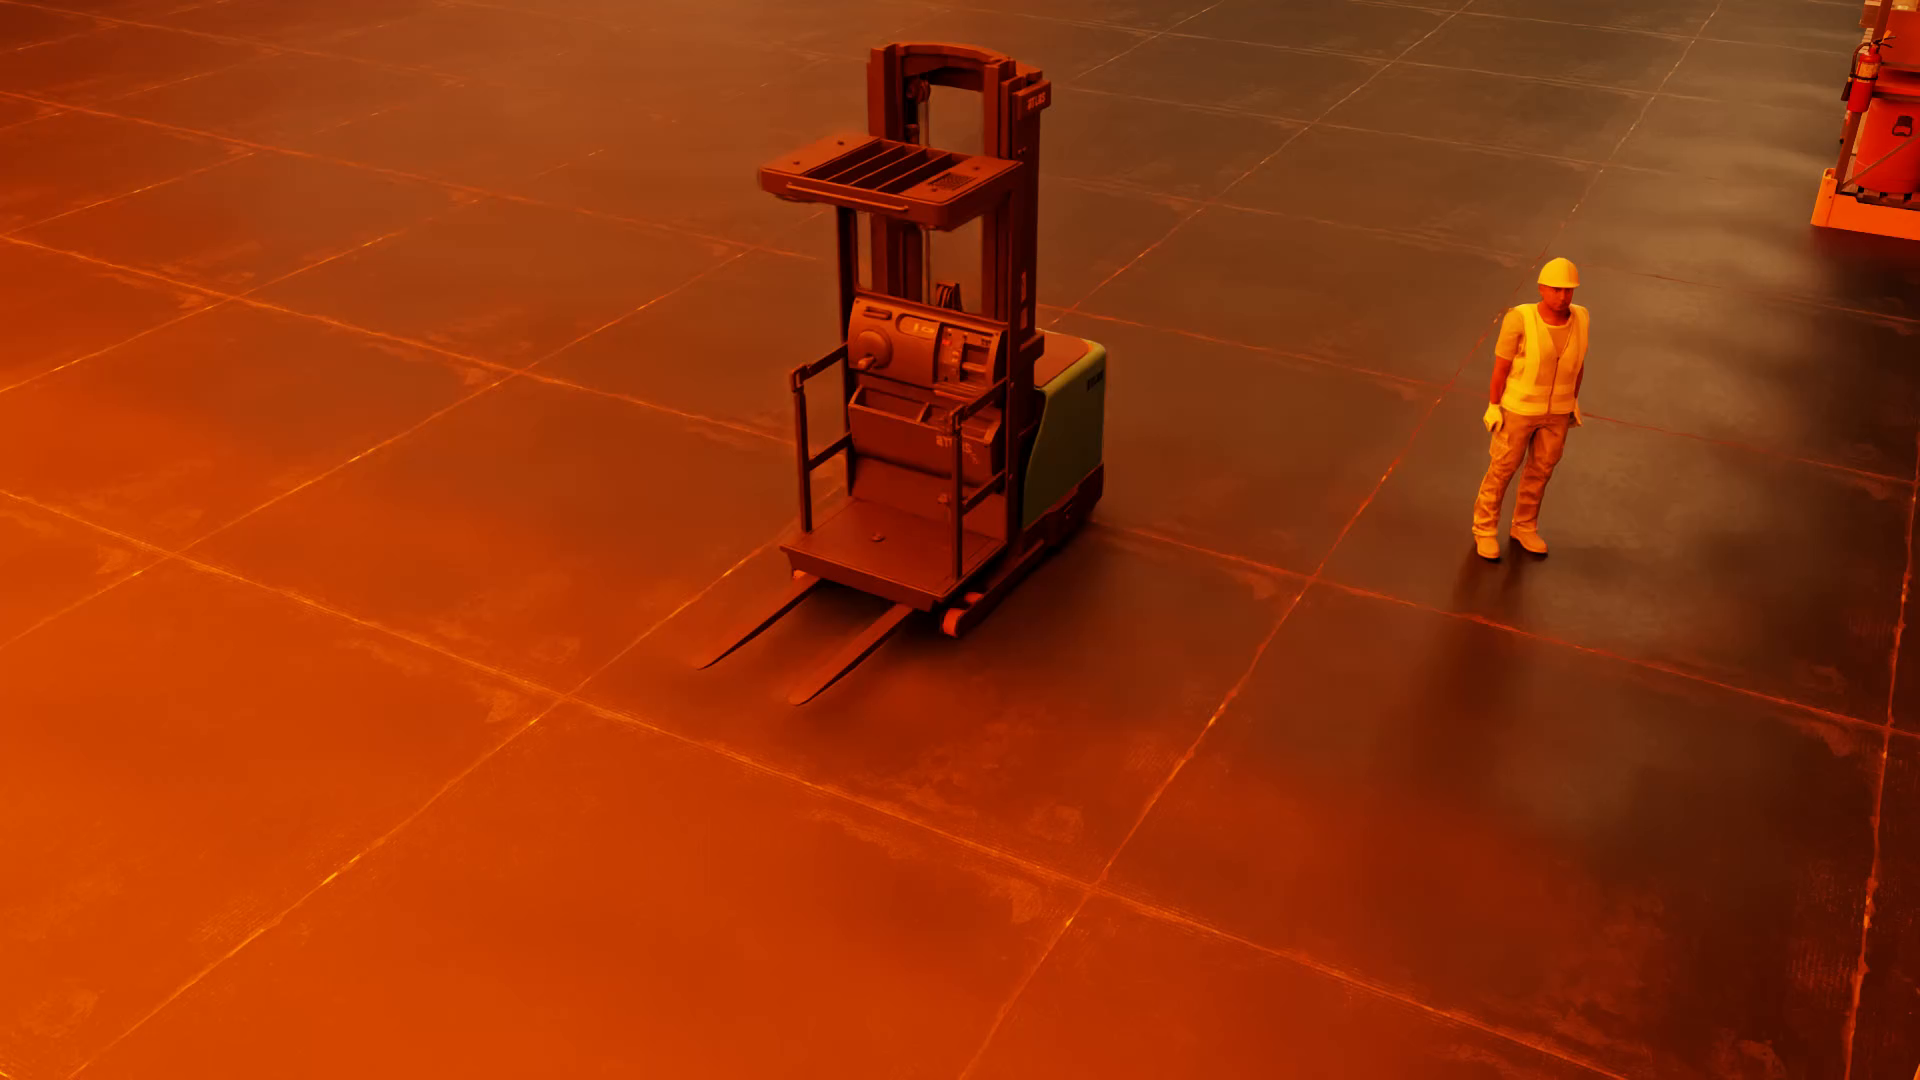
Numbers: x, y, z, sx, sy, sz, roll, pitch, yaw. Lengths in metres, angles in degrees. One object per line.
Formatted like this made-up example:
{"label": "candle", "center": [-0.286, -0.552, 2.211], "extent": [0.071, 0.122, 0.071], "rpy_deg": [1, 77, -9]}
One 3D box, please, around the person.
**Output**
{"label": "person", "center": [3.293, -0.746, 9.508], "extent": [0.569, 1.789, 0.372], "rpy_deg": [-4, 30, -8]}

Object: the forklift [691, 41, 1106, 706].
{"label": "forklift", "center": [-0.305, -0.999, 8.802], "extent": [1.130, 2.935, 3.031], "rpy_deg": [17, 34, 26]}
